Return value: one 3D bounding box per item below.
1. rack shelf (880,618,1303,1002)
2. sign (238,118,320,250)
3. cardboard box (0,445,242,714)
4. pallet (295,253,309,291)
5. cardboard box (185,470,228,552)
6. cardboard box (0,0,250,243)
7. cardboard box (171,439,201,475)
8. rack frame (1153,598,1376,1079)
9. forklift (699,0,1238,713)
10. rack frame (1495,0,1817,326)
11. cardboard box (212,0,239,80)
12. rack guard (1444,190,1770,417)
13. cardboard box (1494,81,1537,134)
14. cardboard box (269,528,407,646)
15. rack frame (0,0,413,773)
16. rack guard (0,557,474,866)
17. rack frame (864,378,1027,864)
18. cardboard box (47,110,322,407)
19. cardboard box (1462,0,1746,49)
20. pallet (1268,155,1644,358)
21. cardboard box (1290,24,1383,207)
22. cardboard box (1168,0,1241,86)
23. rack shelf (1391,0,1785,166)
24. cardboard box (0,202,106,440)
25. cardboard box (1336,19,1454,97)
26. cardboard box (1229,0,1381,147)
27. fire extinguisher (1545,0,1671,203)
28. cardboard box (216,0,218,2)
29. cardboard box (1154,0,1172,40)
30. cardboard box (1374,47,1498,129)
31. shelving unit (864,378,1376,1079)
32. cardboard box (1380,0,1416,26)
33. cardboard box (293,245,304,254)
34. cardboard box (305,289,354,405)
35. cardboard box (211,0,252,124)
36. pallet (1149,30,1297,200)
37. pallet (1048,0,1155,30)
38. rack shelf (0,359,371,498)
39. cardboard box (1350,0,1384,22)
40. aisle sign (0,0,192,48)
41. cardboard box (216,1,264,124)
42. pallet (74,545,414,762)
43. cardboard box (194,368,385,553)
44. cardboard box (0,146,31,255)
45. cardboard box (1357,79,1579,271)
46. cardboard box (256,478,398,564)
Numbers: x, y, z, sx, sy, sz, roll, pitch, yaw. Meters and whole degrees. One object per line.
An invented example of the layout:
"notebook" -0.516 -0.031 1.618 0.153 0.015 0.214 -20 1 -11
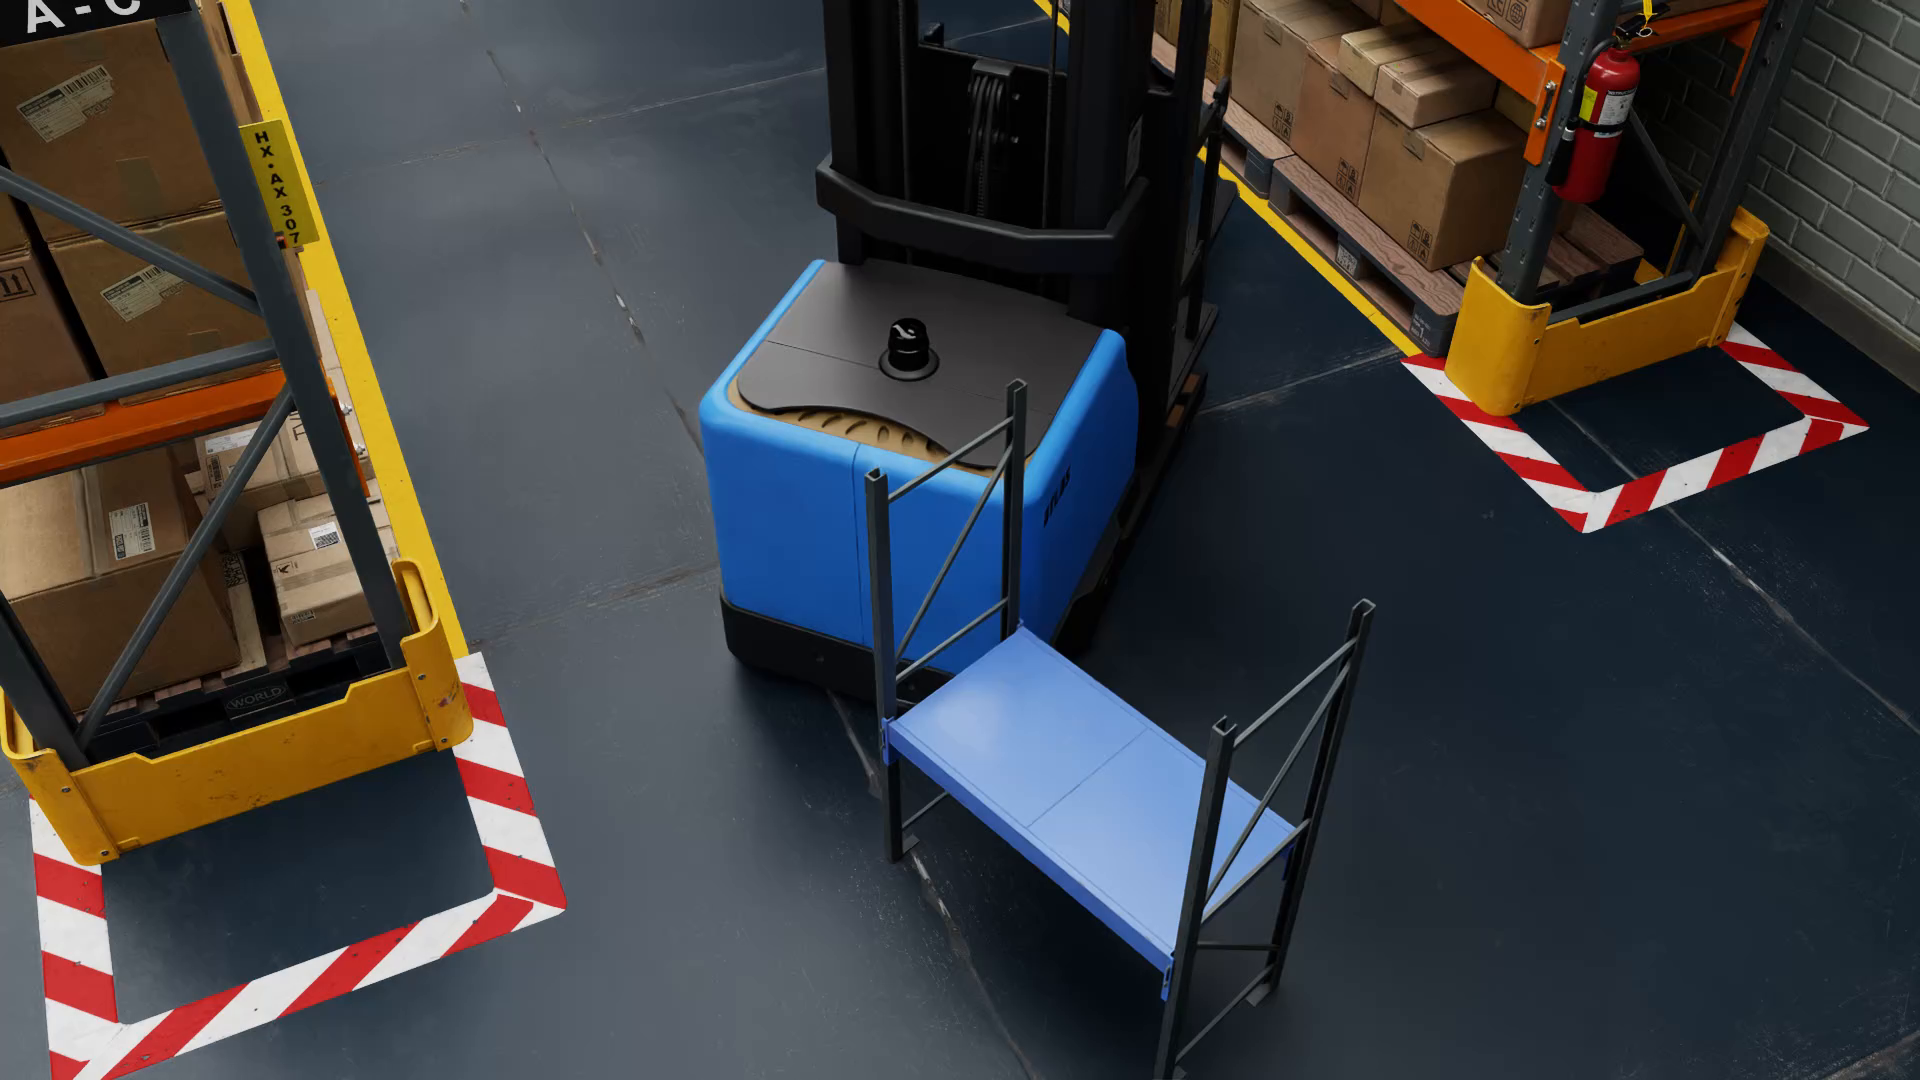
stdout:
"rack shelf" 0.327 0.657 4.273 0.538 0.185 1.000 -34 54 -30
"sign" -1.565 -0.814 3.823 0.100 0.325 0.005 -18 47 -17
"cardboard box" -2.510 0.114 4.965 0.500 0.500 0.500 -18 47 -17
"pallet" -2.935 -0.685 6.294 1.003 0.211 1.213 -18 47 -17
"cardboard box" -2.598 -0.052 5.371 0.380 0.166 0.250 -18 47 -17
"cardboard box" -2.005 -1.097 3.943 0.500 0.500 0.500 -17 47 -16
"cardboard box" -2.882 -0.411 5.675 0.500 0.250 0.500 -18 47 -17
"rack frame" 0.681 0.785 3.887 0.500 1.500 0.032 -34 54 -30
"forklift" 0.277 -1.482 5.165 1.130 2.935 3.031 16 47 16
"rack frame" 2.435 -1.810 5.449 1.000 3.000 0.127 -18 47 -17
"cardboard box" -2.644 -1.708 5.274 0.500 0.500 0.500 -17 47 -17
"rack guard" 2.446 -0.905 6.312 1.175 0.500 0.348 -18 47 -17
"cardboard box" 2.284 -1.697 6.353 0.380 0.149 0.250 -18 47 -17
"cardboard box" -1.922 0.145 5.184 0.380 0.149 0.250 -18 47 -17
"rack frame" -2.057 -0.345 3.964 1.000 3.000 0.127 -18 47 -17
"rack guard" -2.089 0.496 4.891 1.175 0.500 0.348 -18 47 -17
"rack frame" -0.027 0.272 4.406 0.500 1.500 0.032 -34 54 -30
"cardboard box" -2.005 -0.741 4.295 0.500 0.500 0.500 -17 47 -17
"cardboard box" 2.212 -2.239 5.670 0.980 0.700 0.700 -16 47 -16
"pallet" 2.028 -1.304 6.922 1.003 0.211 1.213 -18 47 -17
"cardboard box" 1.840 -1.806 6.925 0.700 0.500 0.500 -18 47 -18
"cardboard box" 1.397 -2.463 7.592 0.700 0.500 0.500 -17 47 -16
"rack shelf" 1.594 -2.829 6.994 1.077 0.370 4.000 -18 47 -17
"cardboard box" -2.493 -0.586 4.137 0.500 0.500 0.500 -17 47 -16
"cardboard box" 1.723 -1.908 6.567 0.380 0.149 0.250 -17 47 -16
"cardboard box" 1.628 -2.126 7.250 0.700 0.500 0.500 -19 48 -19
"fire extinguisher" 2.080 -1.418 5.372 0.296 0.674 0.183 -18 47 -17
"cardboard box" -3.722 -2.541 7.656 0.500 0.500 0.500 -20 48 -19
"cardboard box" 1.183 -2.791 7.924 0.700 0.500 0.500 -18 48 -18
"cardboard box" 1.831 -1.746 6.402 0.380 0.149 0.250 -19 48 -18
"shelving unit" 0.327 0.529 4.146 0.538 1.500 1.048 -34 54 -30
"cardboard box" 1.966 -2.179 6.842 0.380 0.149 0.250 -18 47 -17
"cardboard box" -2.927 -1.336 6.570 0.500 0.311 0.500 -18 47 -17
"cardboard box" -2.449 -0.591 5.857 0.500 0.250 0.500 -18 47 -17
"cardboard box" -2.435 -1.389 4.951 0.500 0.500 0.500 -18 47 -18
"pallet" 1.519 -2.081 7.708 1.003 0.211 1.213 -18 47 -17
"pallet" 1.002 -2.859 8.497 1.003 0.211 1.213 -18 47 -17
"rack shelf" -2.898 -1.364 5.509 1.077 0.370 4.000 -18 47 -17
"cardboard box" 1.858 -2.341 7.006 0.380 0.149 0.250 -17 47 -17
"aisle sign" -1.762 -1.314 3.095 0.394 0.787 0.004 -18 47 -17
"cardboard box" -3.242 -1.882 6.988 0.500 0.500 0.500 -18 47 -17
"pallet" -2.426 0.091 5.507 1.003 0.211 1.213 -18 47 -17
"cardboard box" -2.239 -0.272 5.534 0.500 0.250 0.500 -18 47 -17
"cardboard box" -2.494 -0.939 3.783 0.500 0.500 0.500 -18 48 -18
"cardboard box" 2.050 -1.487 6.602 0.700 0.500 0.500 -18 47 -17
"cardboard box" -2.027 -0.021 5.340 0.380 0.166 0.250 -18 47 -17
